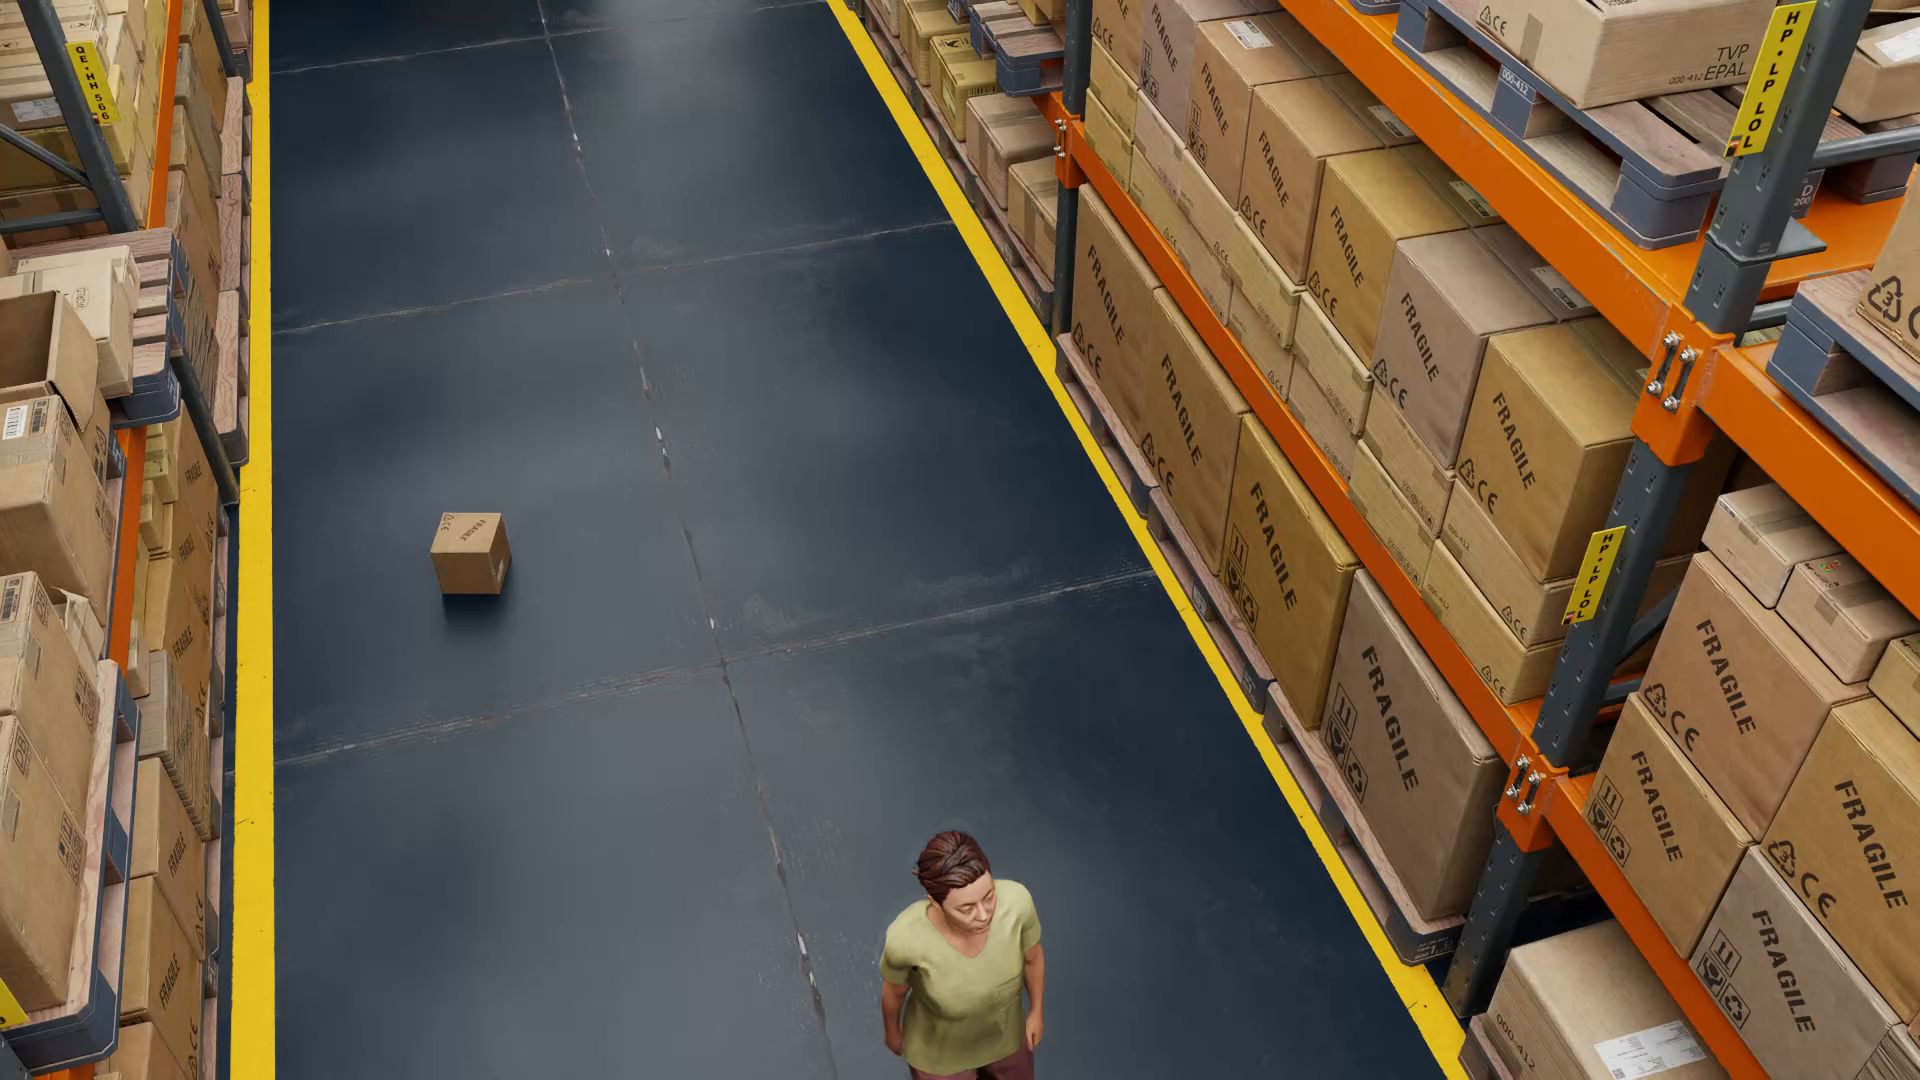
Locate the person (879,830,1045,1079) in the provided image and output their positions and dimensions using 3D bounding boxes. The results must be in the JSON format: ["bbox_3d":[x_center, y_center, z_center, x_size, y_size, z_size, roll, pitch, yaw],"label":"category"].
[{"bbox_3d":[0.003,1.334,4.685,0.455,1.641,0.761,-17,45,-17],"label":"person"}]
